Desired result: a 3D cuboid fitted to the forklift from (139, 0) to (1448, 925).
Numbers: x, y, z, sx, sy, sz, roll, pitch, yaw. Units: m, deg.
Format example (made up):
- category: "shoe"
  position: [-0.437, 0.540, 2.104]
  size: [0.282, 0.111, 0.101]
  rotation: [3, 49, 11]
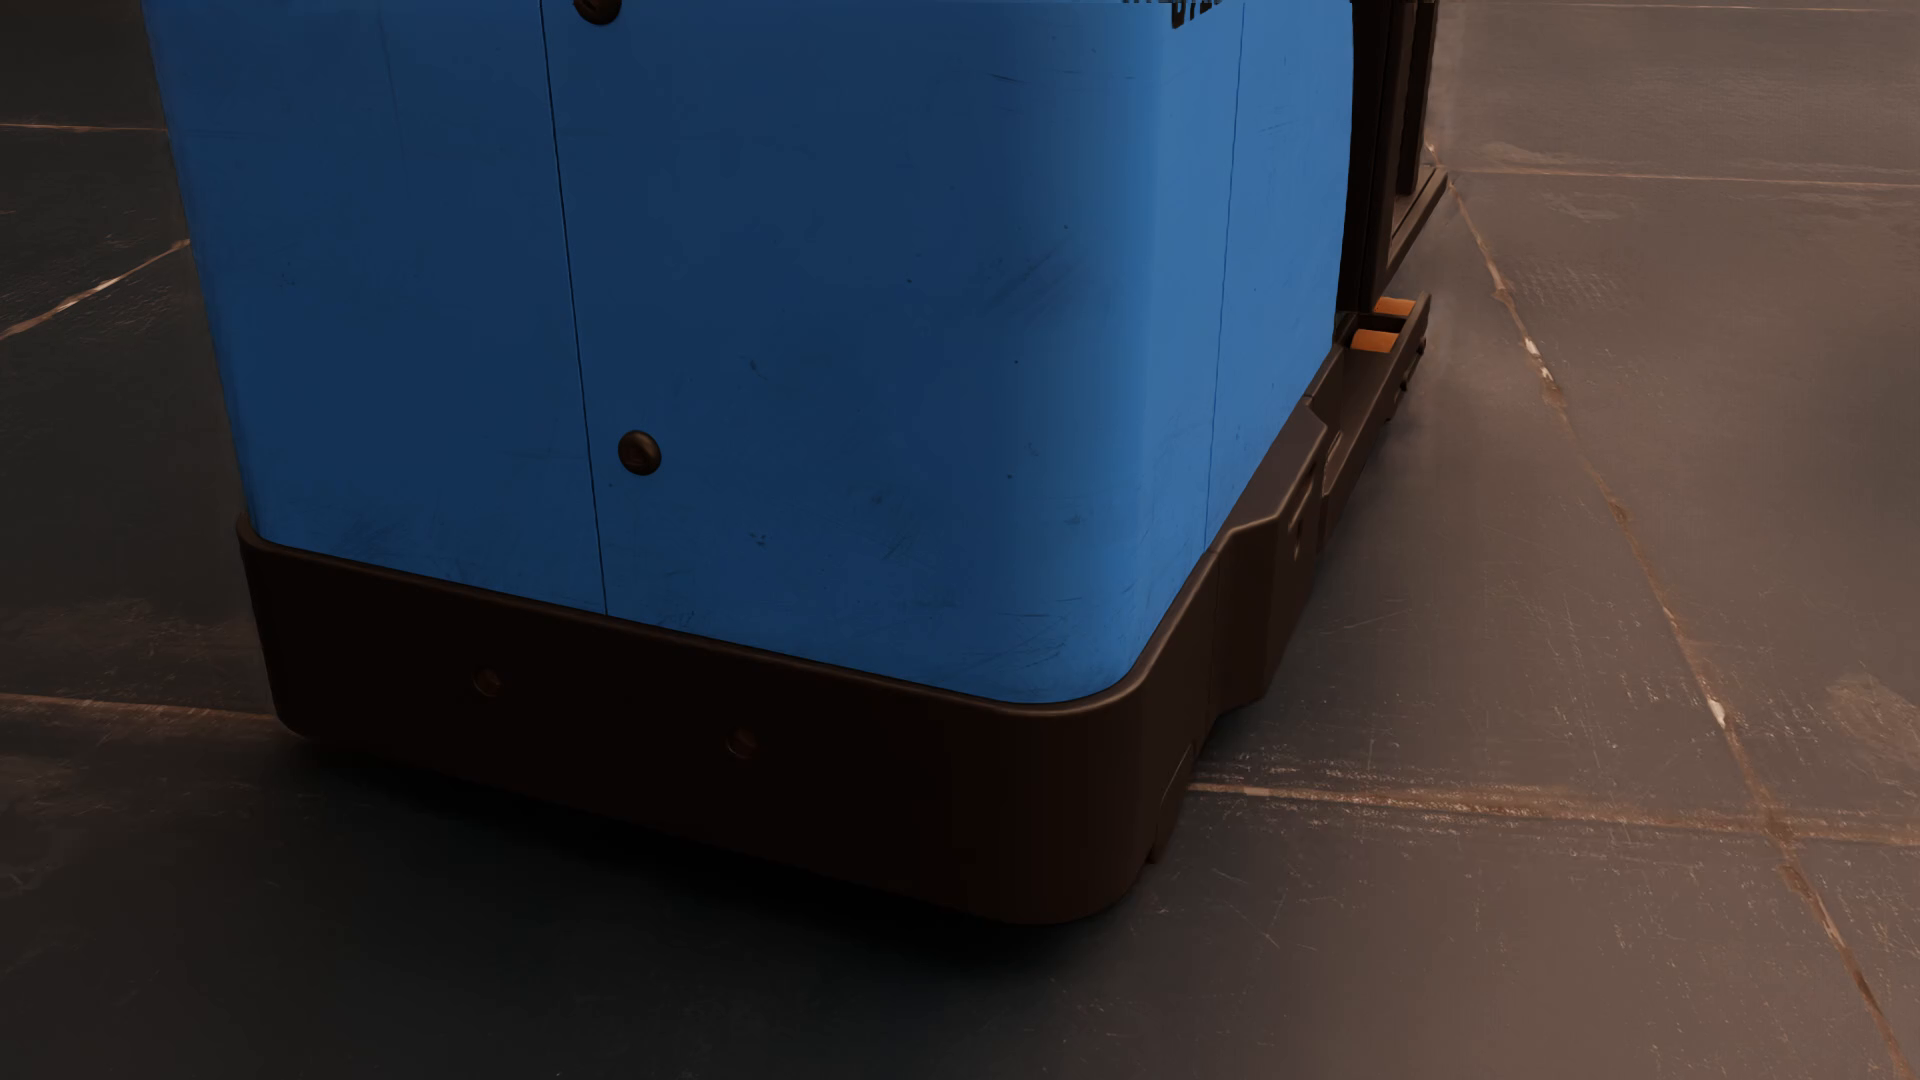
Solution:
- category: "forklift"
  position: [0.223, -1.576, 2.376]
  size: [1.130, 2.935, 3.031]
  rotation: [10, 28, 20]
